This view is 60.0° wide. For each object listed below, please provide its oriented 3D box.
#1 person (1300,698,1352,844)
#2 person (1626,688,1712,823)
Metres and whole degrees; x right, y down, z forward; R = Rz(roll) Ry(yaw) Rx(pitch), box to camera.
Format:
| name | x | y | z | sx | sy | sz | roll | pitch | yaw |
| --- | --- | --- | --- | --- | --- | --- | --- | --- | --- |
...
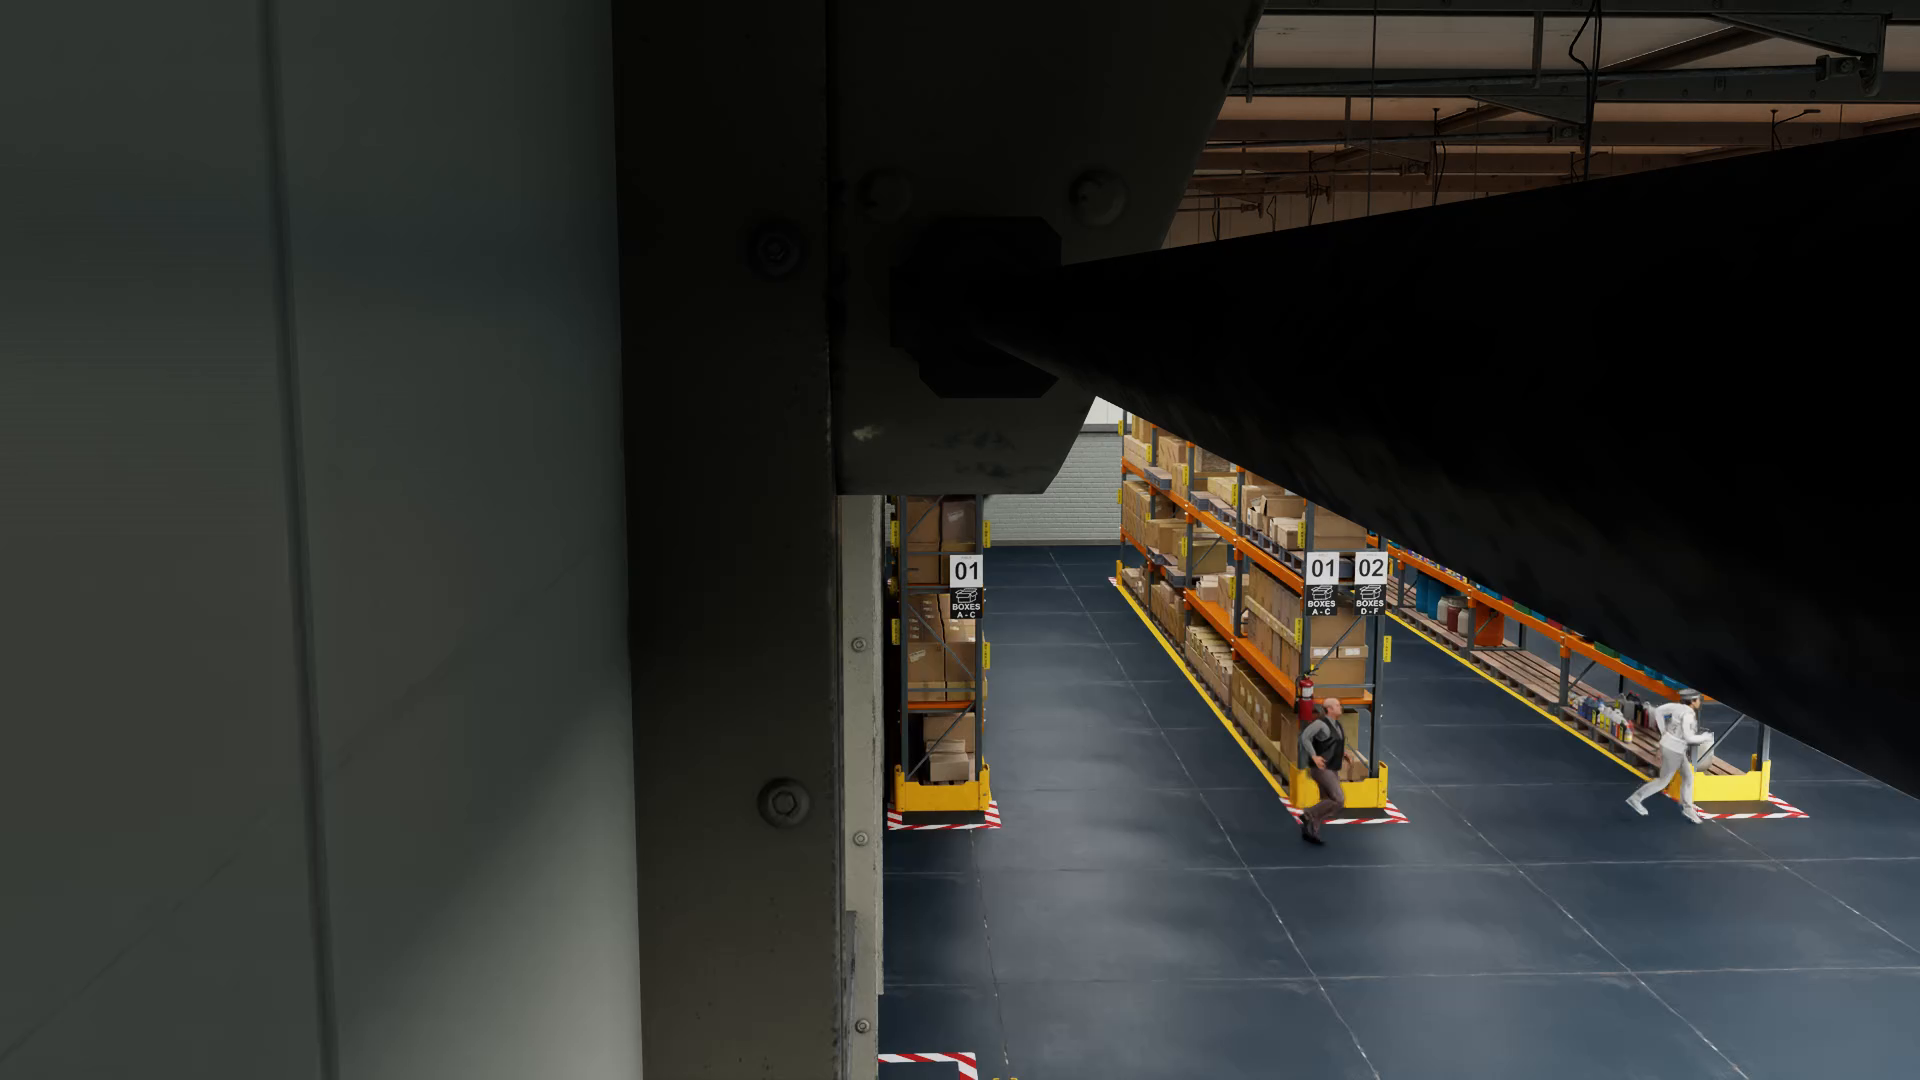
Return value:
| name | x | y | z | sx | sy | sz | roll | pitch | yaw |
| --- | --- | --- | --- | --- | --- | --- | --- | --- | --- |
| person | 4.298 | 2.672 | 19.375 | 0.522 | 1.672 | 0.679 | 5 | 10 | 32 |
| person | 8.548 | 2.595 | 20.054 | 0.928 | 1.705 | 0.646 | 1 | 9 | 9 |
